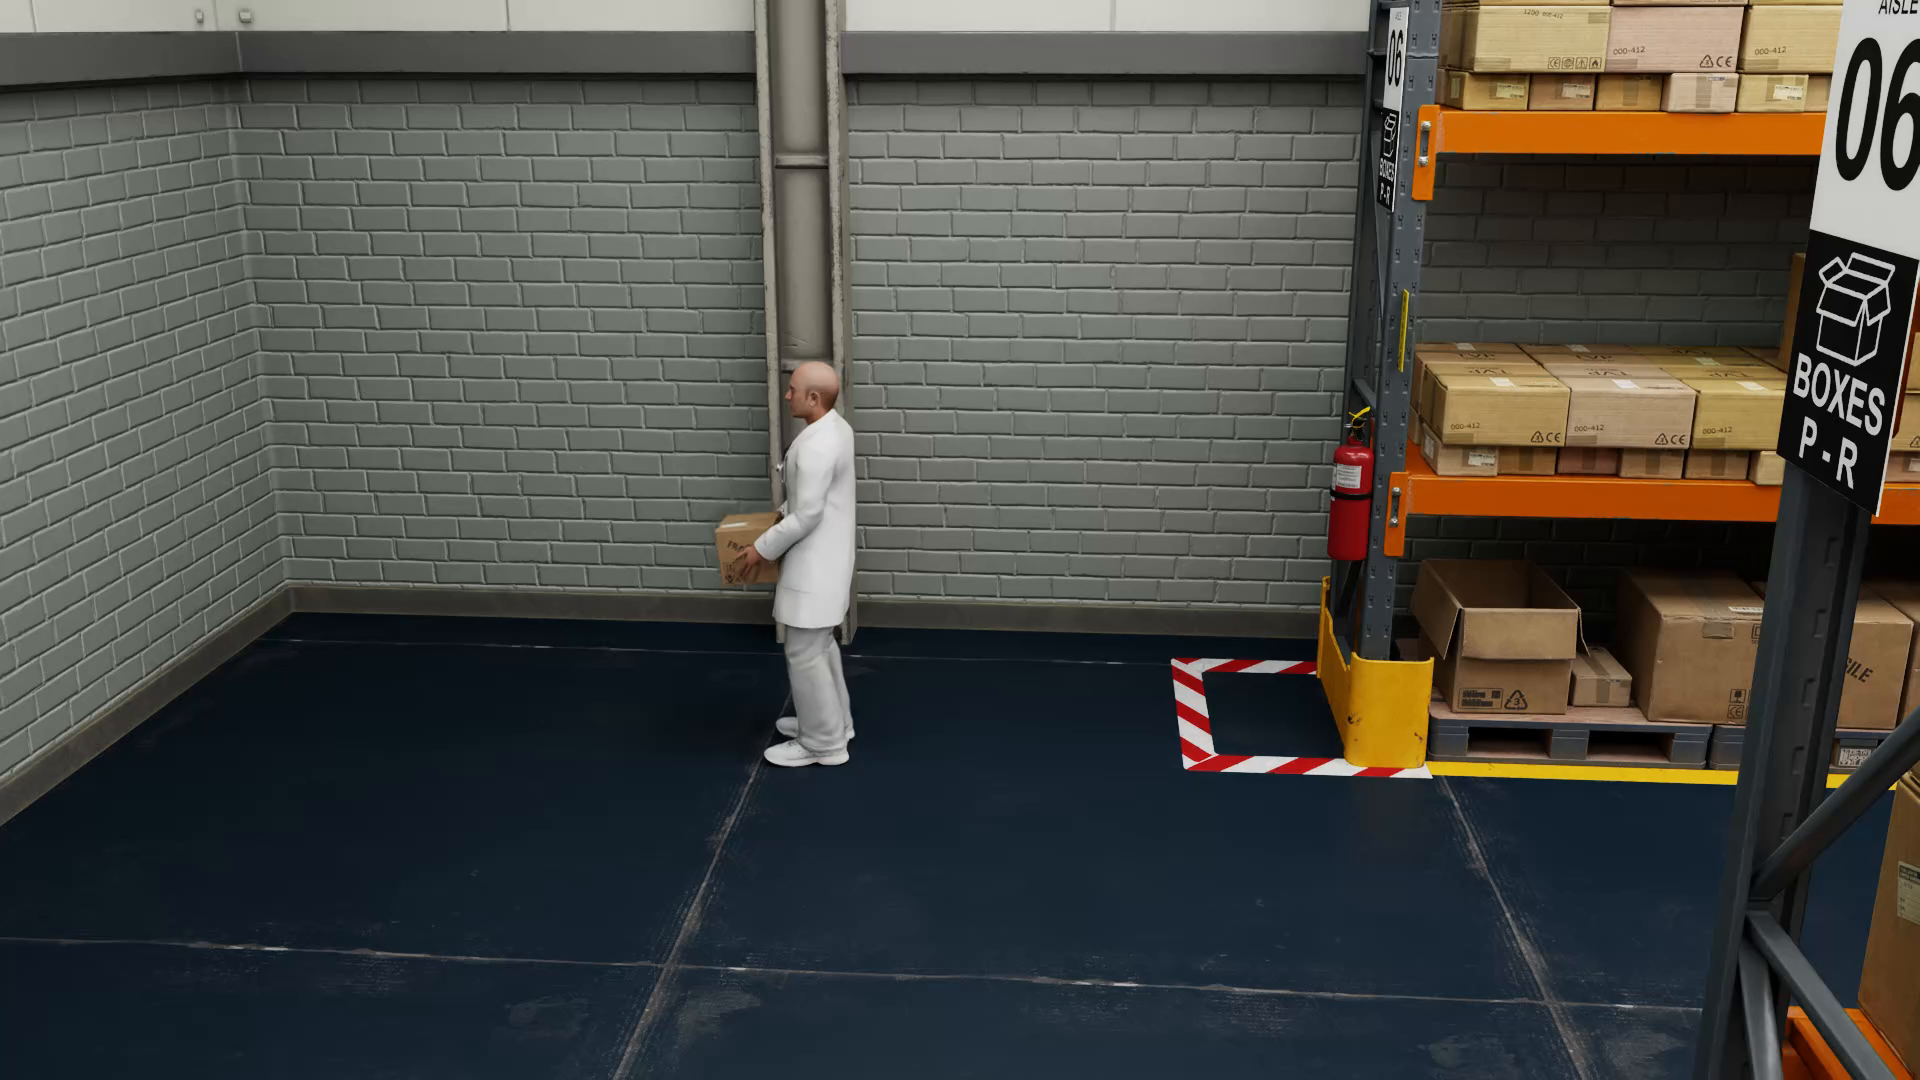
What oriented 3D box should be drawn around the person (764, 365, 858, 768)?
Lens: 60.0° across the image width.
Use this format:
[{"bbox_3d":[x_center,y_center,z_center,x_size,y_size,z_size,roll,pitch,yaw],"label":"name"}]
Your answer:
[{"bbox_3d":[-0.653,0.111,7.214,0.426,1.773,0.652,0,17,1],"label":"person"}]
